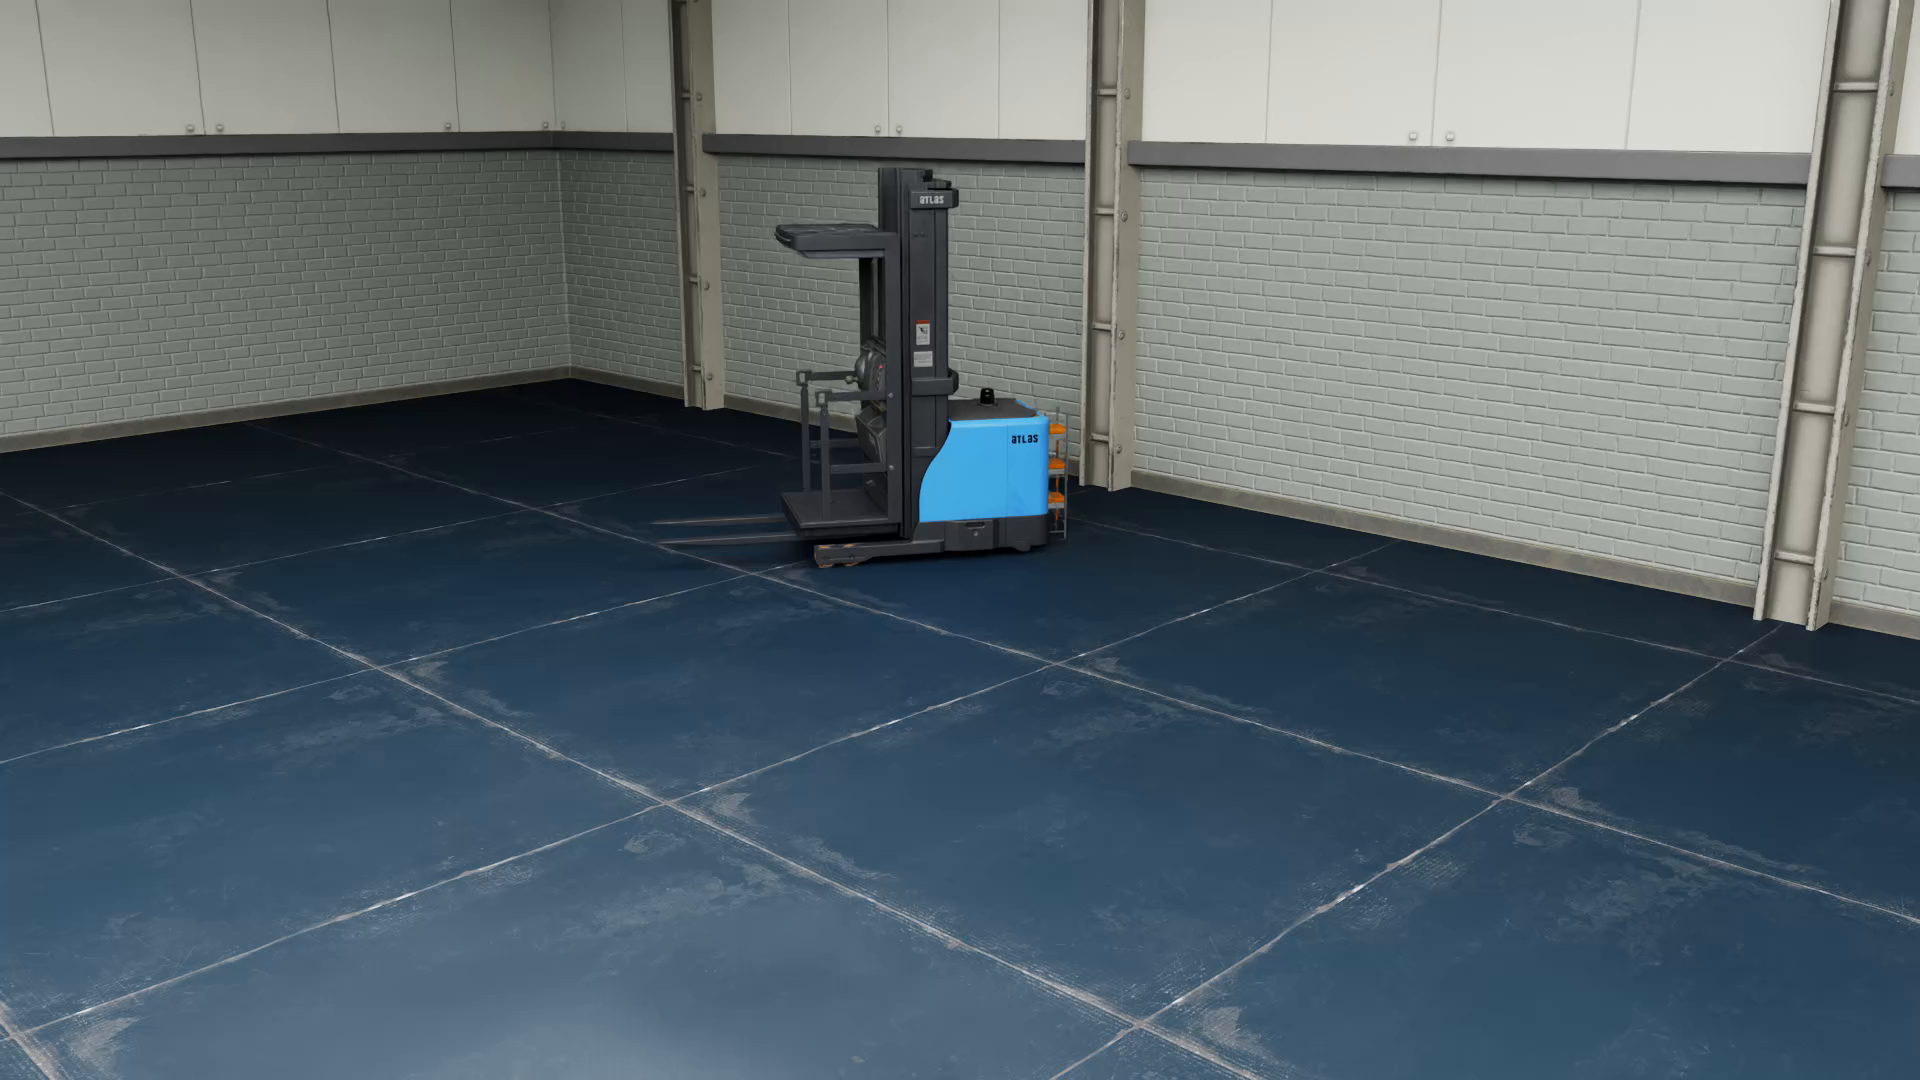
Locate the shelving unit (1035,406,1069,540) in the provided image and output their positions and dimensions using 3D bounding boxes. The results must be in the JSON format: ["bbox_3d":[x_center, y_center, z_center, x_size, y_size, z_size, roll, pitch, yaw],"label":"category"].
[{"bbox_3d":[0.731,-0.534,13.397,0.215,1.050,0.252,-3,15,-13],"label":"shelving unit"}]

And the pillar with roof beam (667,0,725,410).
[{"bbox_3d":[-5.960,-5.128,15.267,0.400,9.000,9.100,14,20,42],"label":"pillar with roof beam"}]

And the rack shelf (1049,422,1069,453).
[{"bbox_3d":[0.731,-0.798,13.329,0.215,0.259,0.240,-3,15,-13],"label":"rack shelf"}]

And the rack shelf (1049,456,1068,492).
[{"bbox_3d":[0.731,-0.523,13.400,0.215,0.259,0.240,-3,15,-13],"label":"rack shelf"}]

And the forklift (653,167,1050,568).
[{"bbox_3d":[-0.869,-1.353,12.813,3.031,2.935,1.130,-4,15,-13],"label":"forklift"}]

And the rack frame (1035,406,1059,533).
[{"bbox_3d":[0.702,-0.564,13.512,0.200,1.050,0.008,-3,15,-13],"label":"rack frame"}]

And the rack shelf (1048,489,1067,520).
[{"bbox_3d":[0.730,-0.254,13.470,0.215,0.259,0.240,-3,15,-13],"label":"rack shelf"}]

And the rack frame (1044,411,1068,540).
[{"bbox_3d":[0.760,-0.504,13.283,0.200,1.050,0.008,-3,15,-13],"label":"rack frame"}]

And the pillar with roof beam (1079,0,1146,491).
[{"bbox_3d":[-1.641,-4.078,11.237,0.400,9.000,9.100,14,20,42],"label":"pillar with roof beam"}]

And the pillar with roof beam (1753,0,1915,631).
[{"bbox_3d":[2.679,-3.028,7.207,0.400,9.000,9.100,14,20,42],"label":"pillar with roof beam"}]
